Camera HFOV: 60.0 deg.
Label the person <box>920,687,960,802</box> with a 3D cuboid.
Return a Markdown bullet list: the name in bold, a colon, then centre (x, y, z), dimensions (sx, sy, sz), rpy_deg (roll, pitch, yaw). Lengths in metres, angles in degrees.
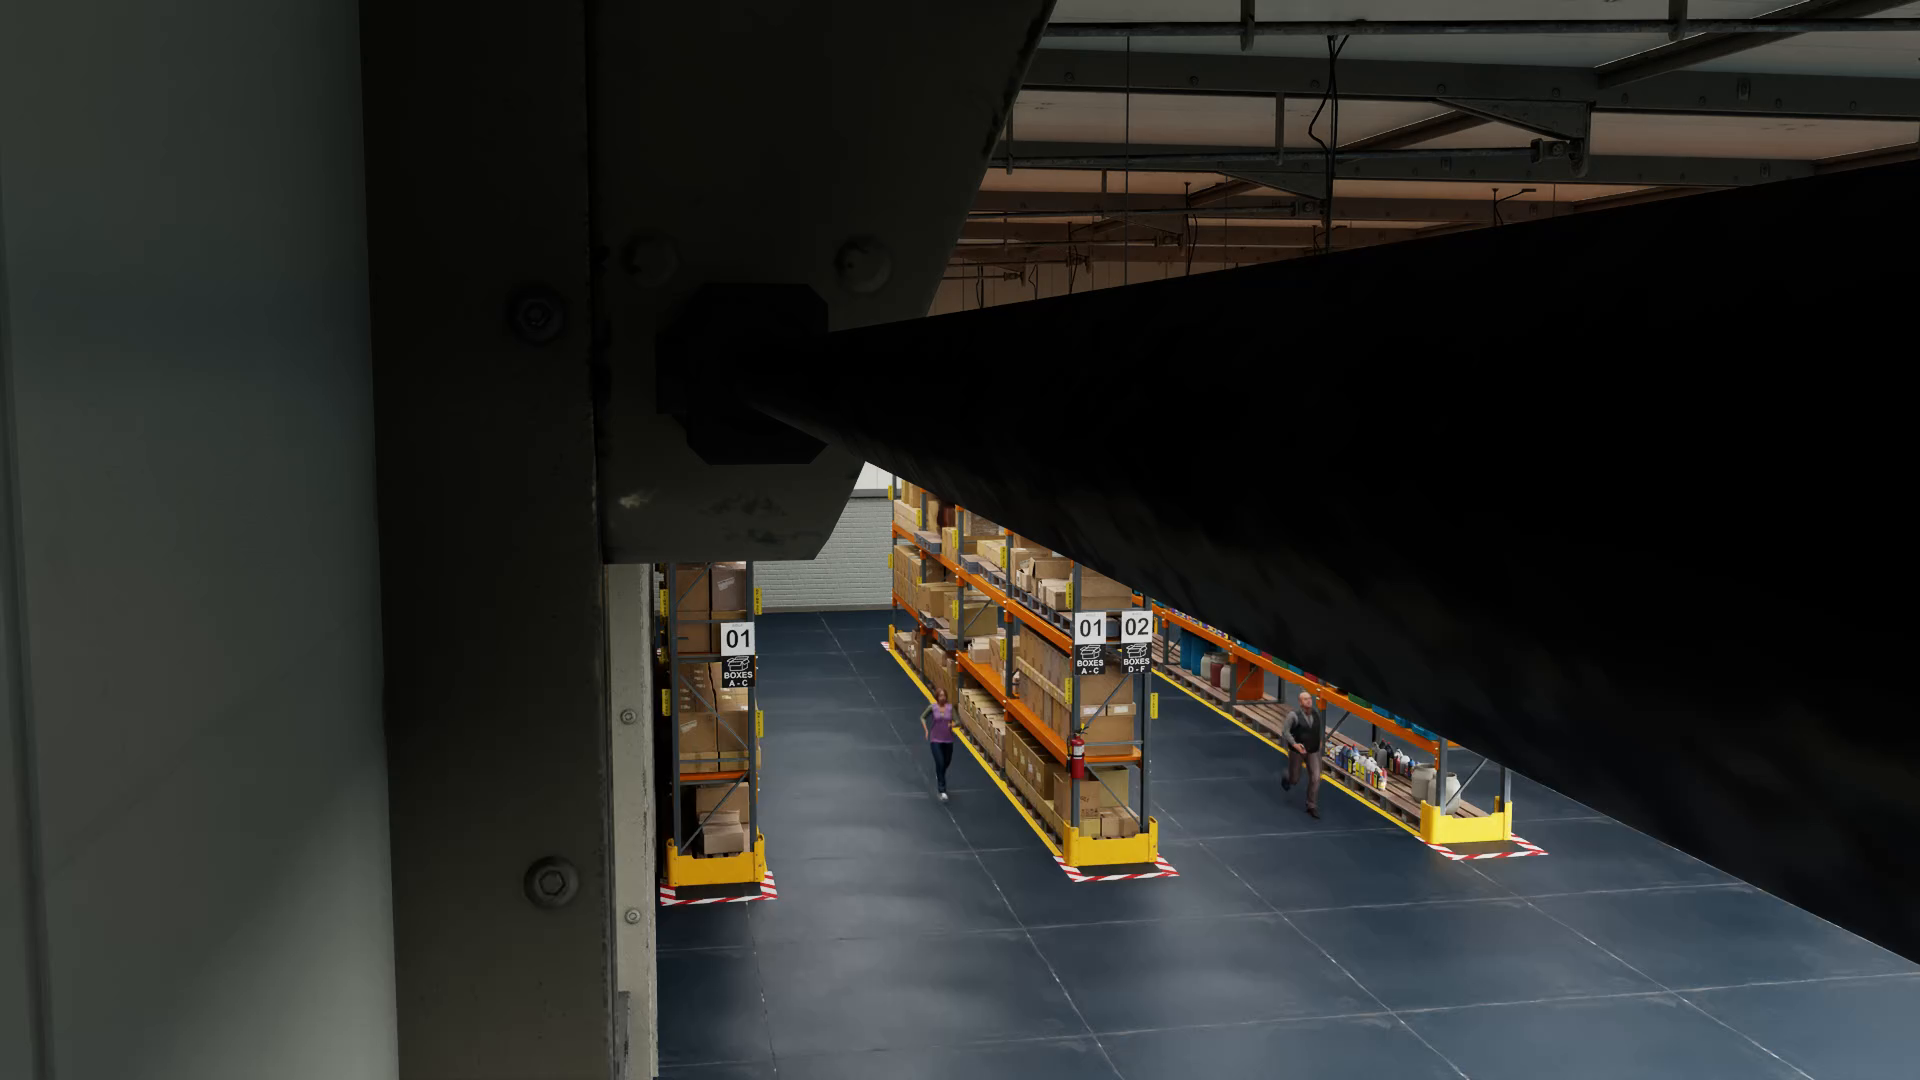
- **person**: centre (-0.274, 2.918, 24.082), dimensions (0.538, 1.586, 0.893), rpy_deg (-2, 6, -16)

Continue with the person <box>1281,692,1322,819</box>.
- **person**: centre (4.826, 2.989, 23.412), dimensions (0.642, 1.705, 1.006), rpy_deg (-1, 6, -10)
